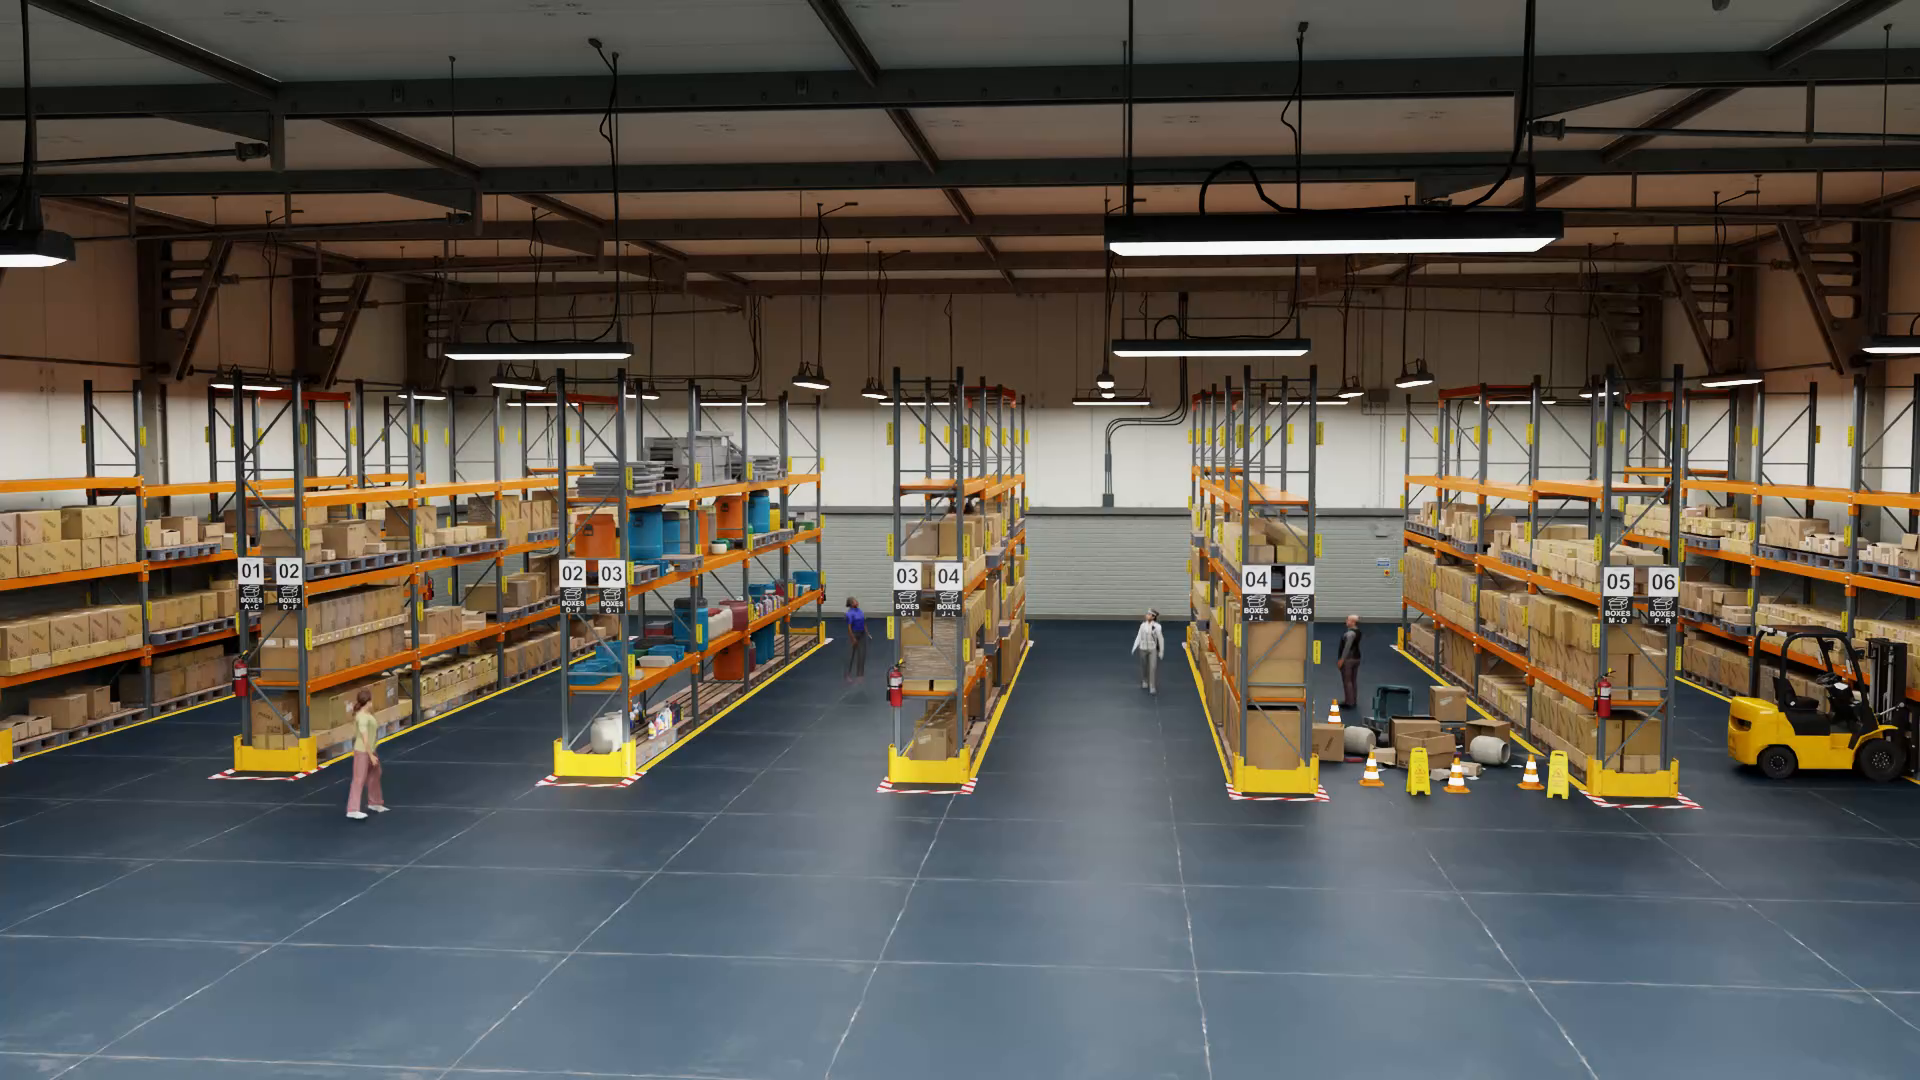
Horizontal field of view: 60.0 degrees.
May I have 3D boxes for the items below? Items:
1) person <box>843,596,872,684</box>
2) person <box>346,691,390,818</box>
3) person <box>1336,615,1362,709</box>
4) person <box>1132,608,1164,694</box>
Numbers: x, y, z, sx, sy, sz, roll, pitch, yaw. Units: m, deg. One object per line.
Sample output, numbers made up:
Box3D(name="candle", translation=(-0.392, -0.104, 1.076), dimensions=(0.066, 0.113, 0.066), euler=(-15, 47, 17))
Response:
Box3D(name="person", translation=(-1.993, 1.922, 32.174), dimensions=(0.530, 1.673, 0.367), euler=(-3, 5, -44))
Box3D(name="person", translation=(-7.838, 2.824, 21.954), dimensions=(0.469, 1.711, 0.624), euler=(0, 4, -7))
Box3D(name="person", translation=(7.171, 2.237, 30.780), dimensions=(0.602, 1.718, 0.510), euler=(-3, 5, -43))
Box3D(name="person", translation=(3.685, 2.140, 32.594), dimensions=(0.625, 1.636, 0.992), euler=(0, 4, 8))
